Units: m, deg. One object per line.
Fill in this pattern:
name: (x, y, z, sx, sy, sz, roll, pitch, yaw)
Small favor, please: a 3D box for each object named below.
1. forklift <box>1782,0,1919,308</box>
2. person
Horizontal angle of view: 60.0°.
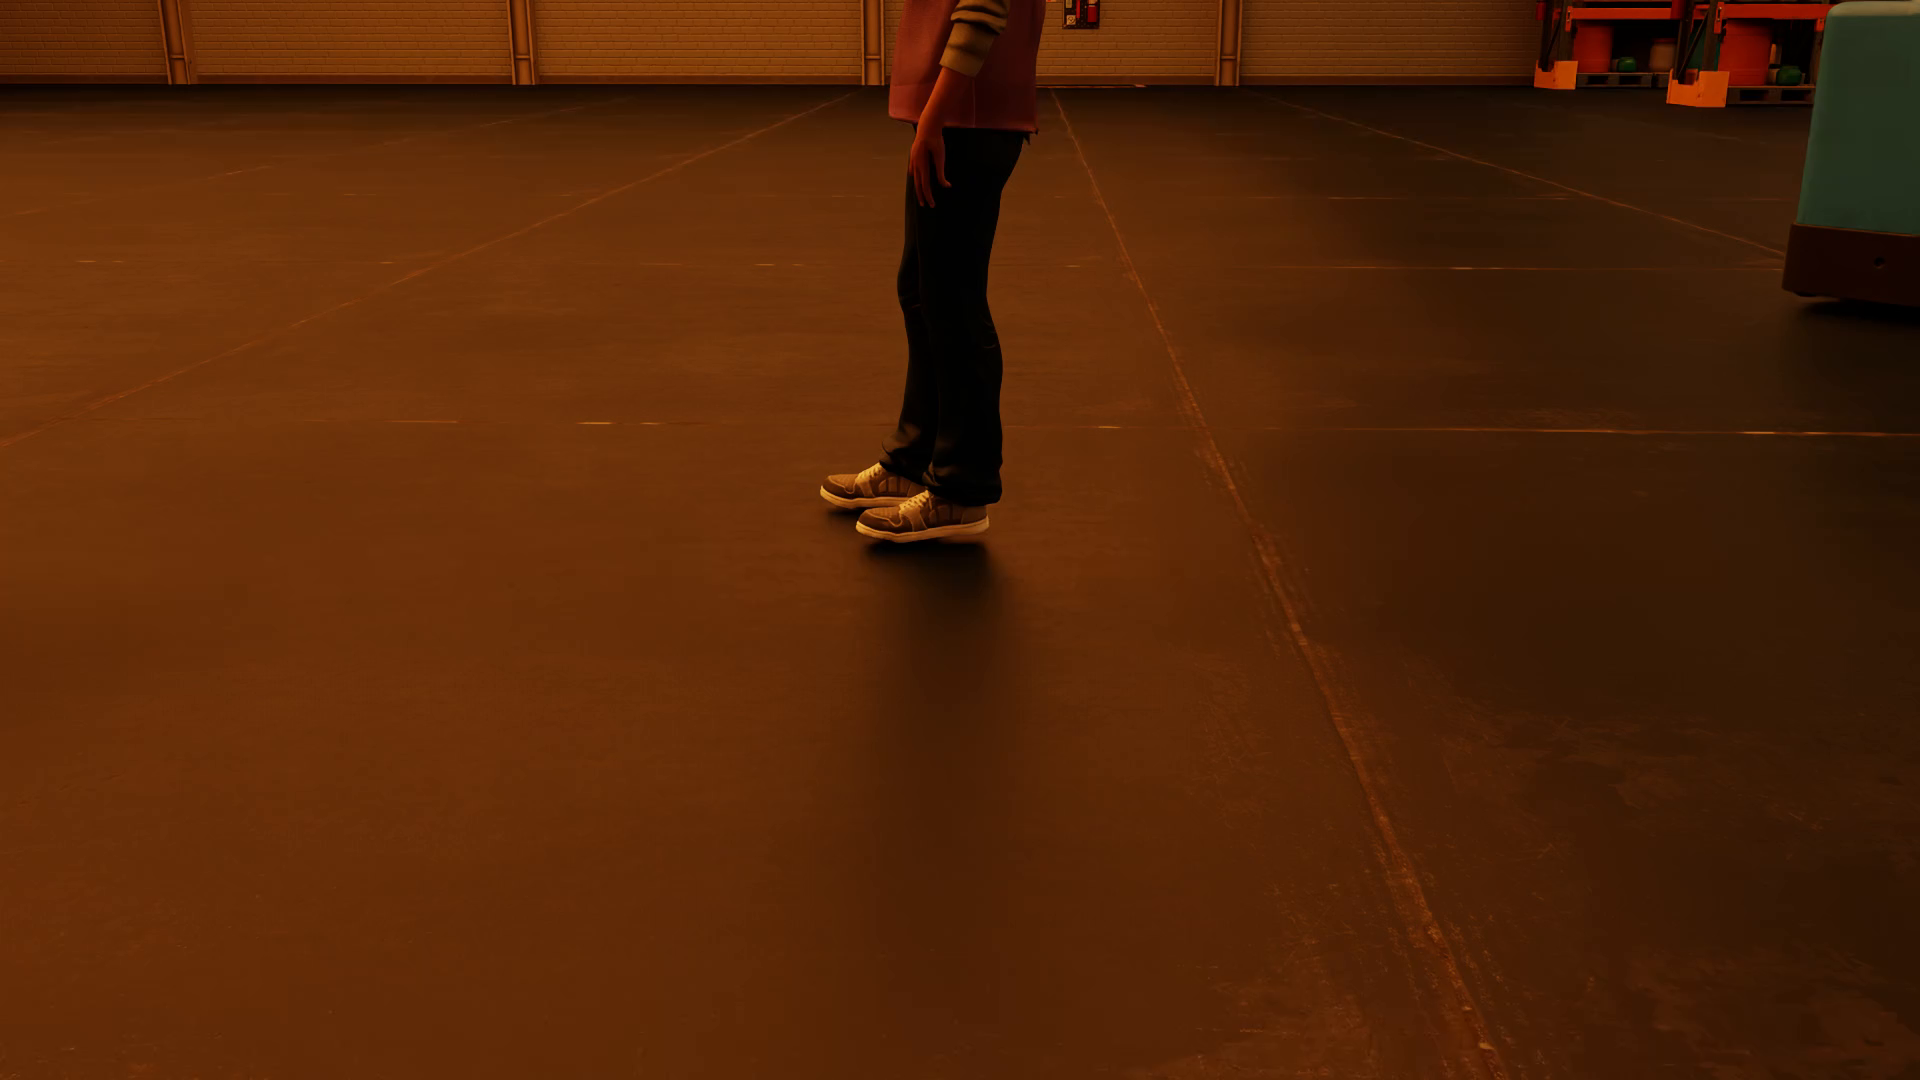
forklift: (4.500, -2.386, 6.112, 3.031, 2.935, 1.130, -12, 21, -34)
person: (-0.073, -0.768, 3.151, 0.476, 1.582, 0.520, 1, 17, 2)
